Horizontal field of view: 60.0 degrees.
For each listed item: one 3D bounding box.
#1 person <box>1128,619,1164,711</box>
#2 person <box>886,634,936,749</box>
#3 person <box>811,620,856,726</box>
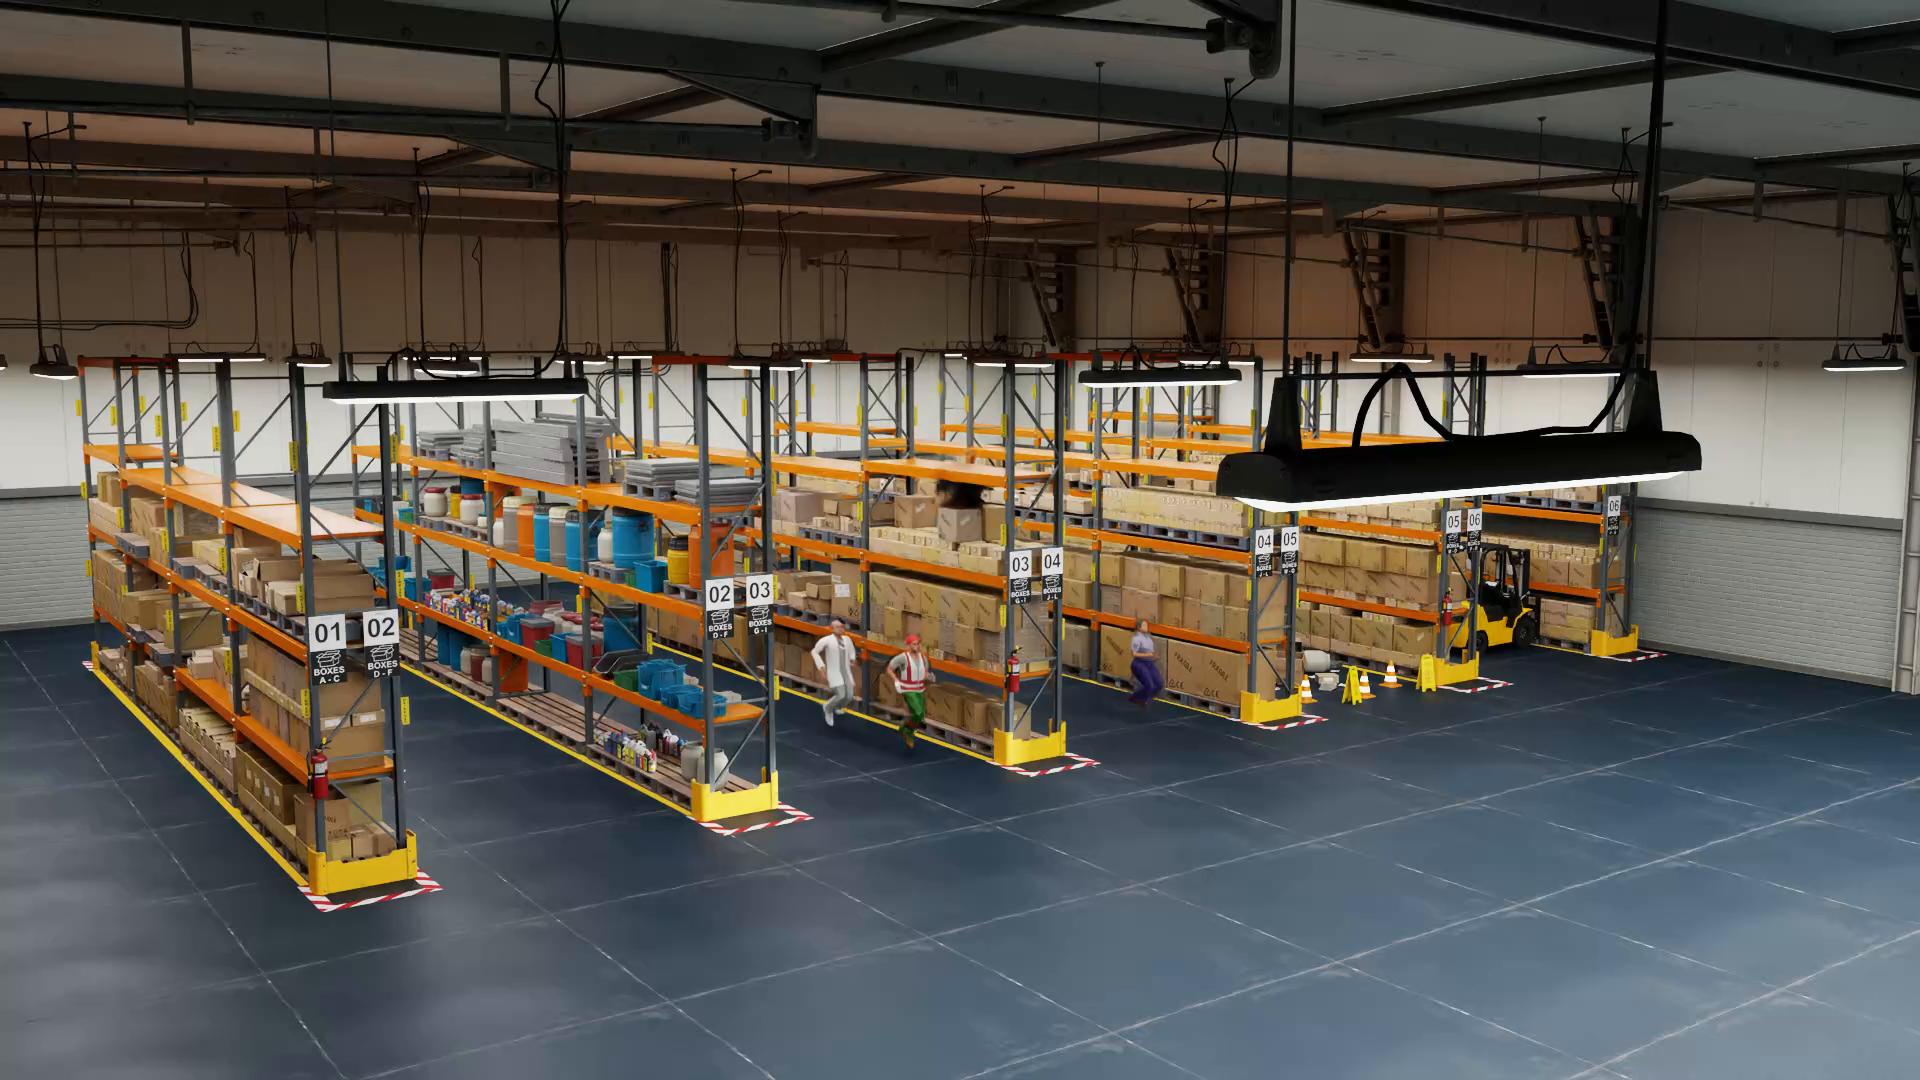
[{"bbox_3d":[3.076,2.086,27.538,0.597,1.564,0.589,5,9,38],"label":"person"},{"bbox_3d":[-0.705,2.287,25.184,0.632,1.722,0.724,-6,9,-41],"label":"person"},{"bbox_3d":[-1.933,2.145,26.678,0.704,1.709,0.643,-5,9,-38],"label":"person"}]
